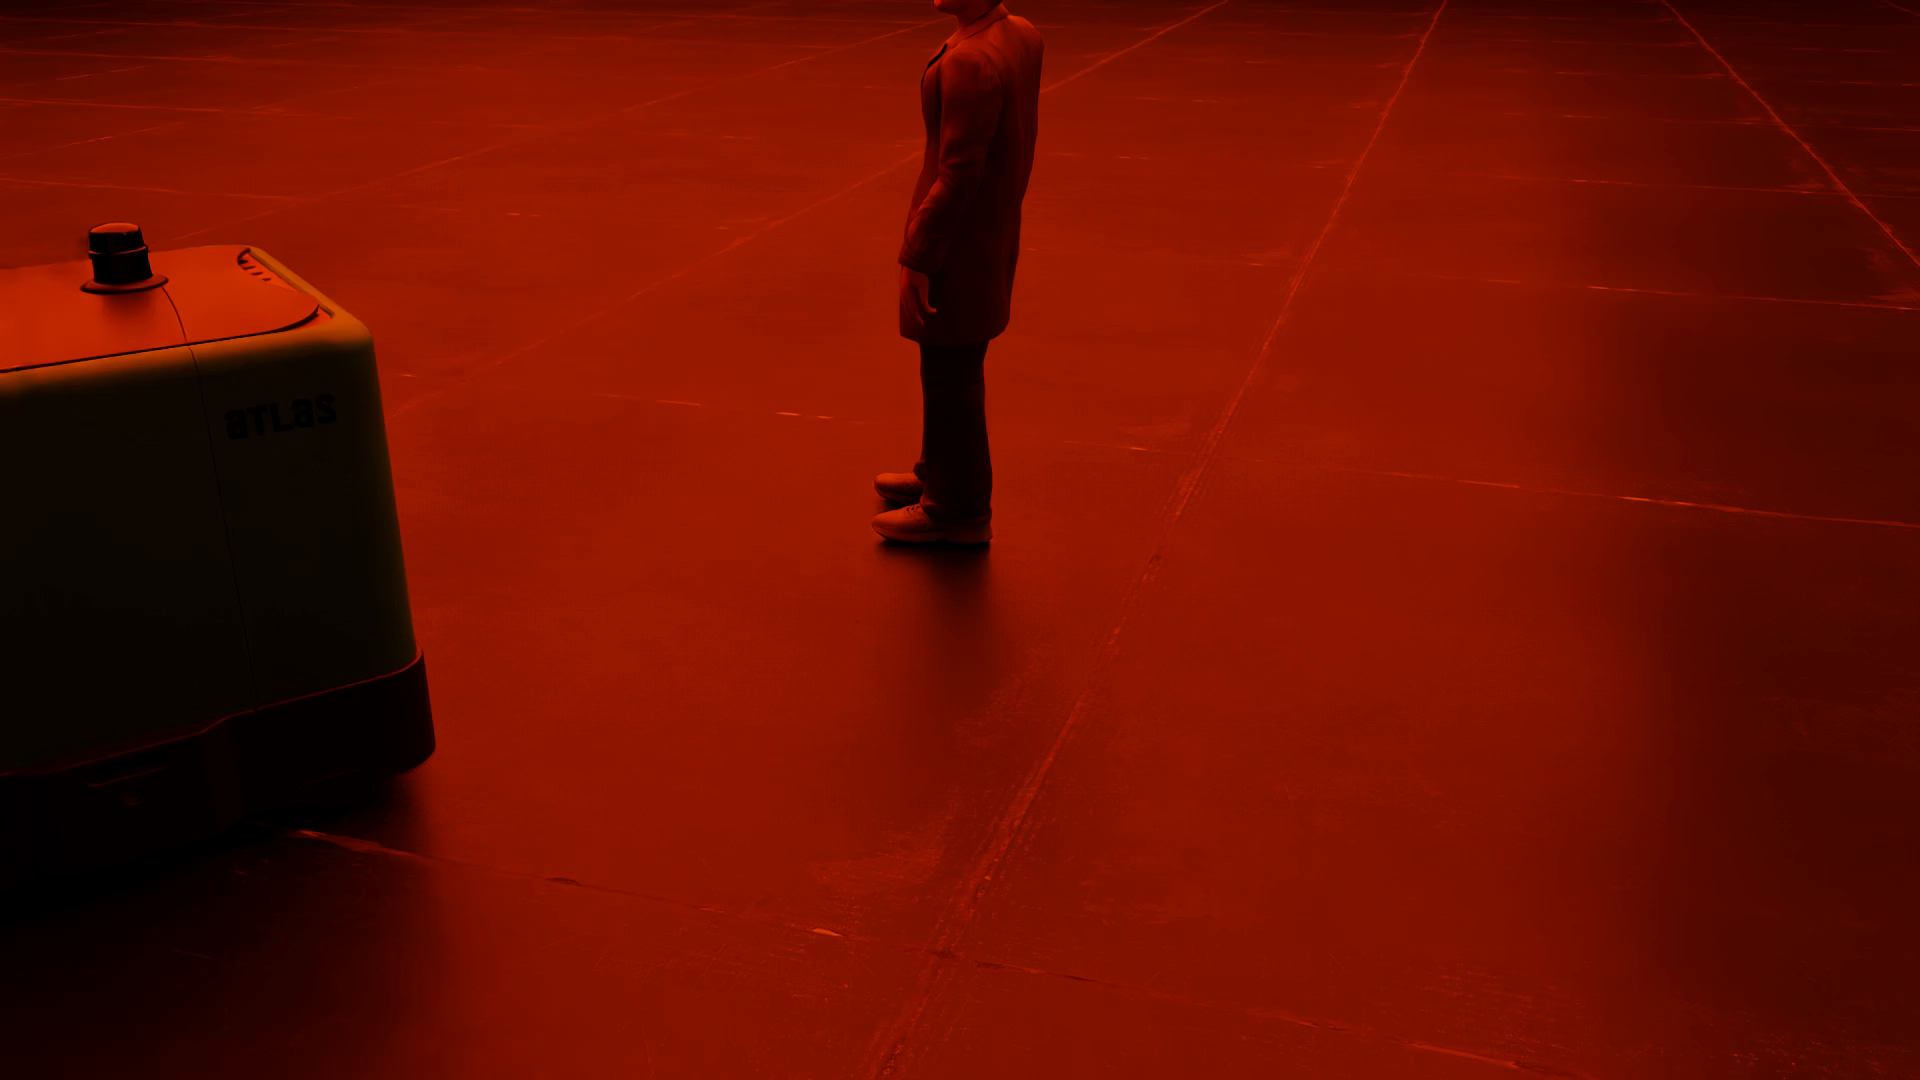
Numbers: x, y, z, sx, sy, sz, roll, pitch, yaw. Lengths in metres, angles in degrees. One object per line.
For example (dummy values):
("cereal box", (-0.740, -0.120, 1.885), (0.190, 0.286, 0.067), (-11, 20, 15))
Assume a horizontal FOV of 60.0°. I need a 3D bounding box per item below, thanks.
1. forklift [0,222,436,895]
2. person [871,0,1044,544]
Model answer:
("forklift", (-2.695, -0.633, 2.813), (3.031, 2.935, 1.130), (-15, 27, -32))
("person", (-0.087, -0.840, 4.807), (0.579, 1.777, 0.698), (7, 23, 16))
